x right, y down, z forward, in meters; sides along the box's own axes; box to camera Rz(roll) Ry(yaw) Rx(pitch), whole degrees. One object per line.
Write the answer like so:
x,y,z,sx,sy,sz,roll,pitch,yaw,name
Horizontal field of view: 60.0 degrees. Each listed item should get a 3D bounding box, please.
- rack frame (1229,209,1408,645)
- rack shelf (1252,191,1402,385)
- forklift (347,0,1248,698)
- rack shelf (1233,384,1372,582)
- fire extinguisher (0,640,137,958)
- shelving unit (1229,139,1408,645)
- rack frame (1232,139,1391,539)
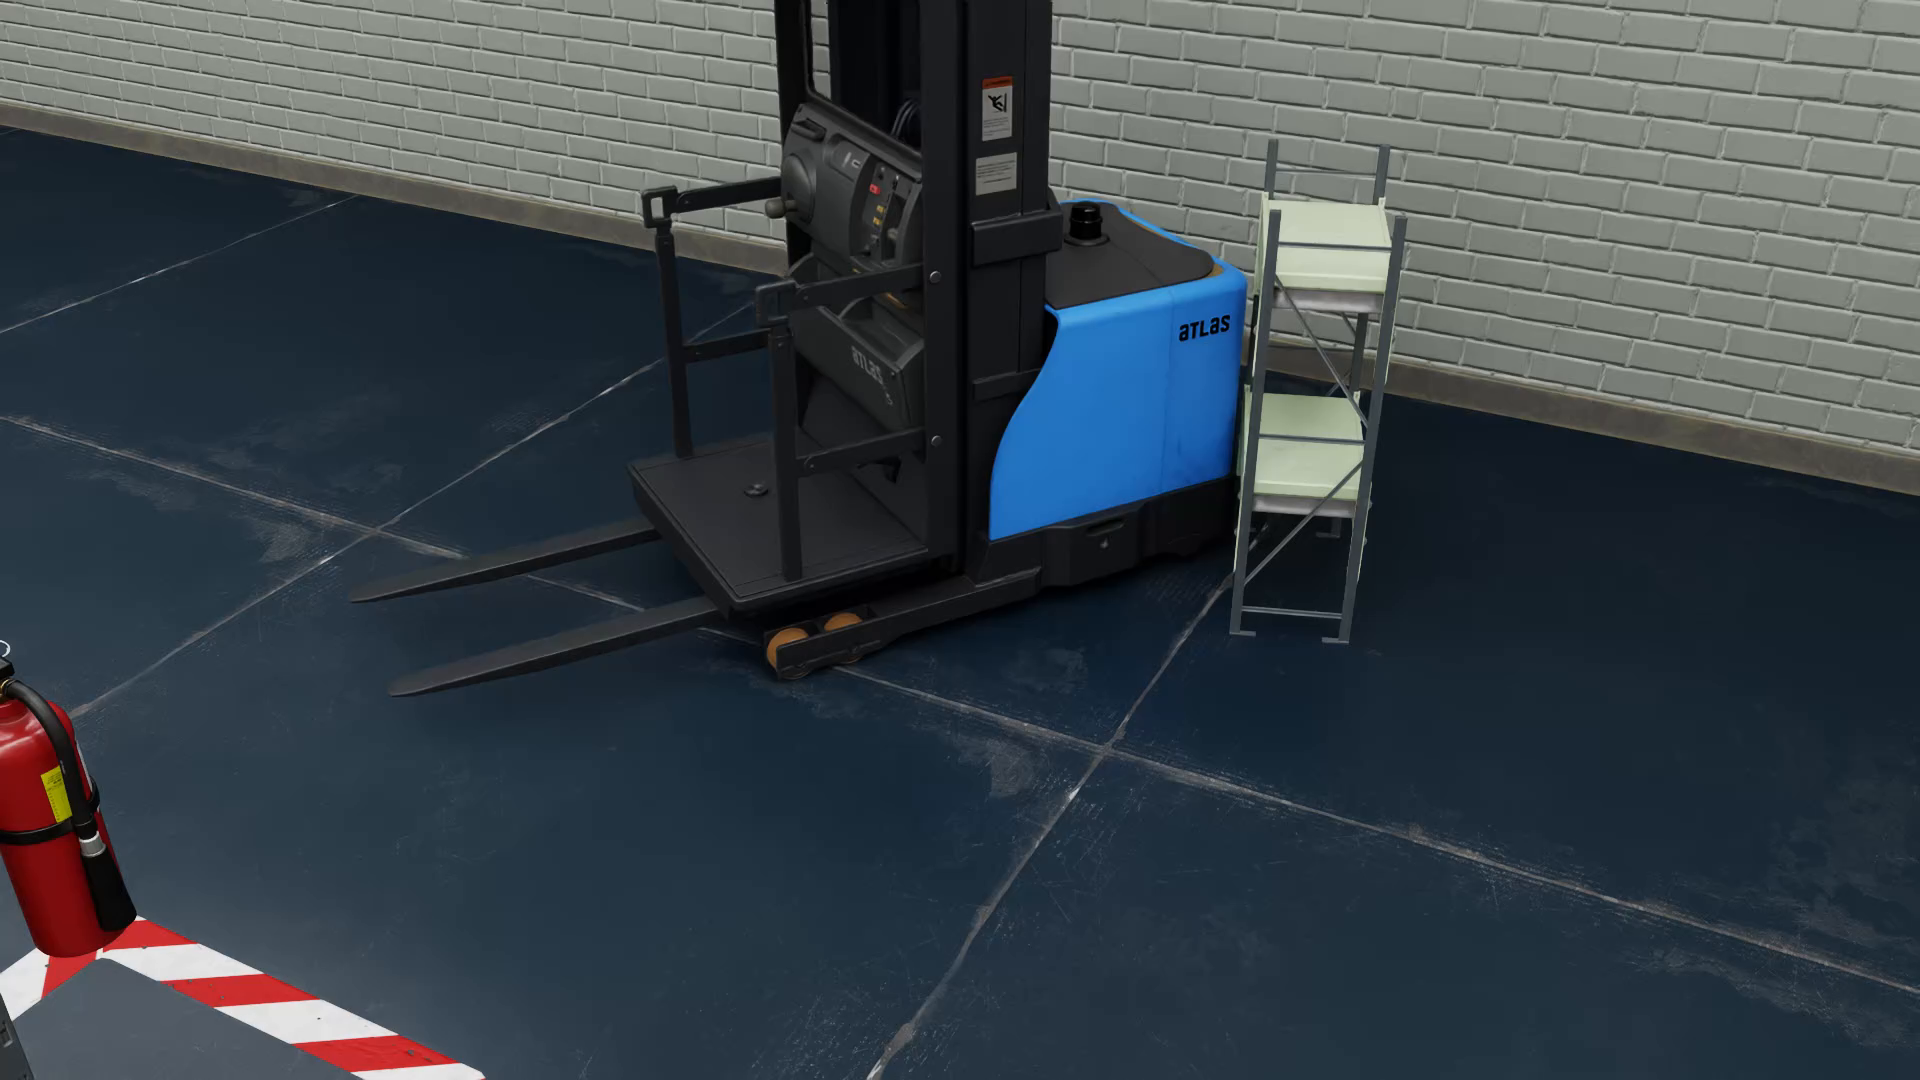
1.120,-0.316,5.294,0.400,1.500,0.023,4,30,8,rack frame
1.176,-0.835,5.414,0.431,0.370,0.720,4,30,8,rack shelf
-0.538,-1.115,5.248,3.031,2.935,1.130,-15,33,-24,forklift
1.176,-0.213,5.770,0.431,0.370,0.720,4,30,8,rack shelf
-1.635,0.432,2.938,0.296,0.674,0.183,14,33,23,fire extinguisher
1.176,-0.496,5.608,0.431,1.500,0.755,4,30,8,shelving unit
1.232,-0.676,5.922,0.400,1.500,0.023,4,30,8,rack frame
